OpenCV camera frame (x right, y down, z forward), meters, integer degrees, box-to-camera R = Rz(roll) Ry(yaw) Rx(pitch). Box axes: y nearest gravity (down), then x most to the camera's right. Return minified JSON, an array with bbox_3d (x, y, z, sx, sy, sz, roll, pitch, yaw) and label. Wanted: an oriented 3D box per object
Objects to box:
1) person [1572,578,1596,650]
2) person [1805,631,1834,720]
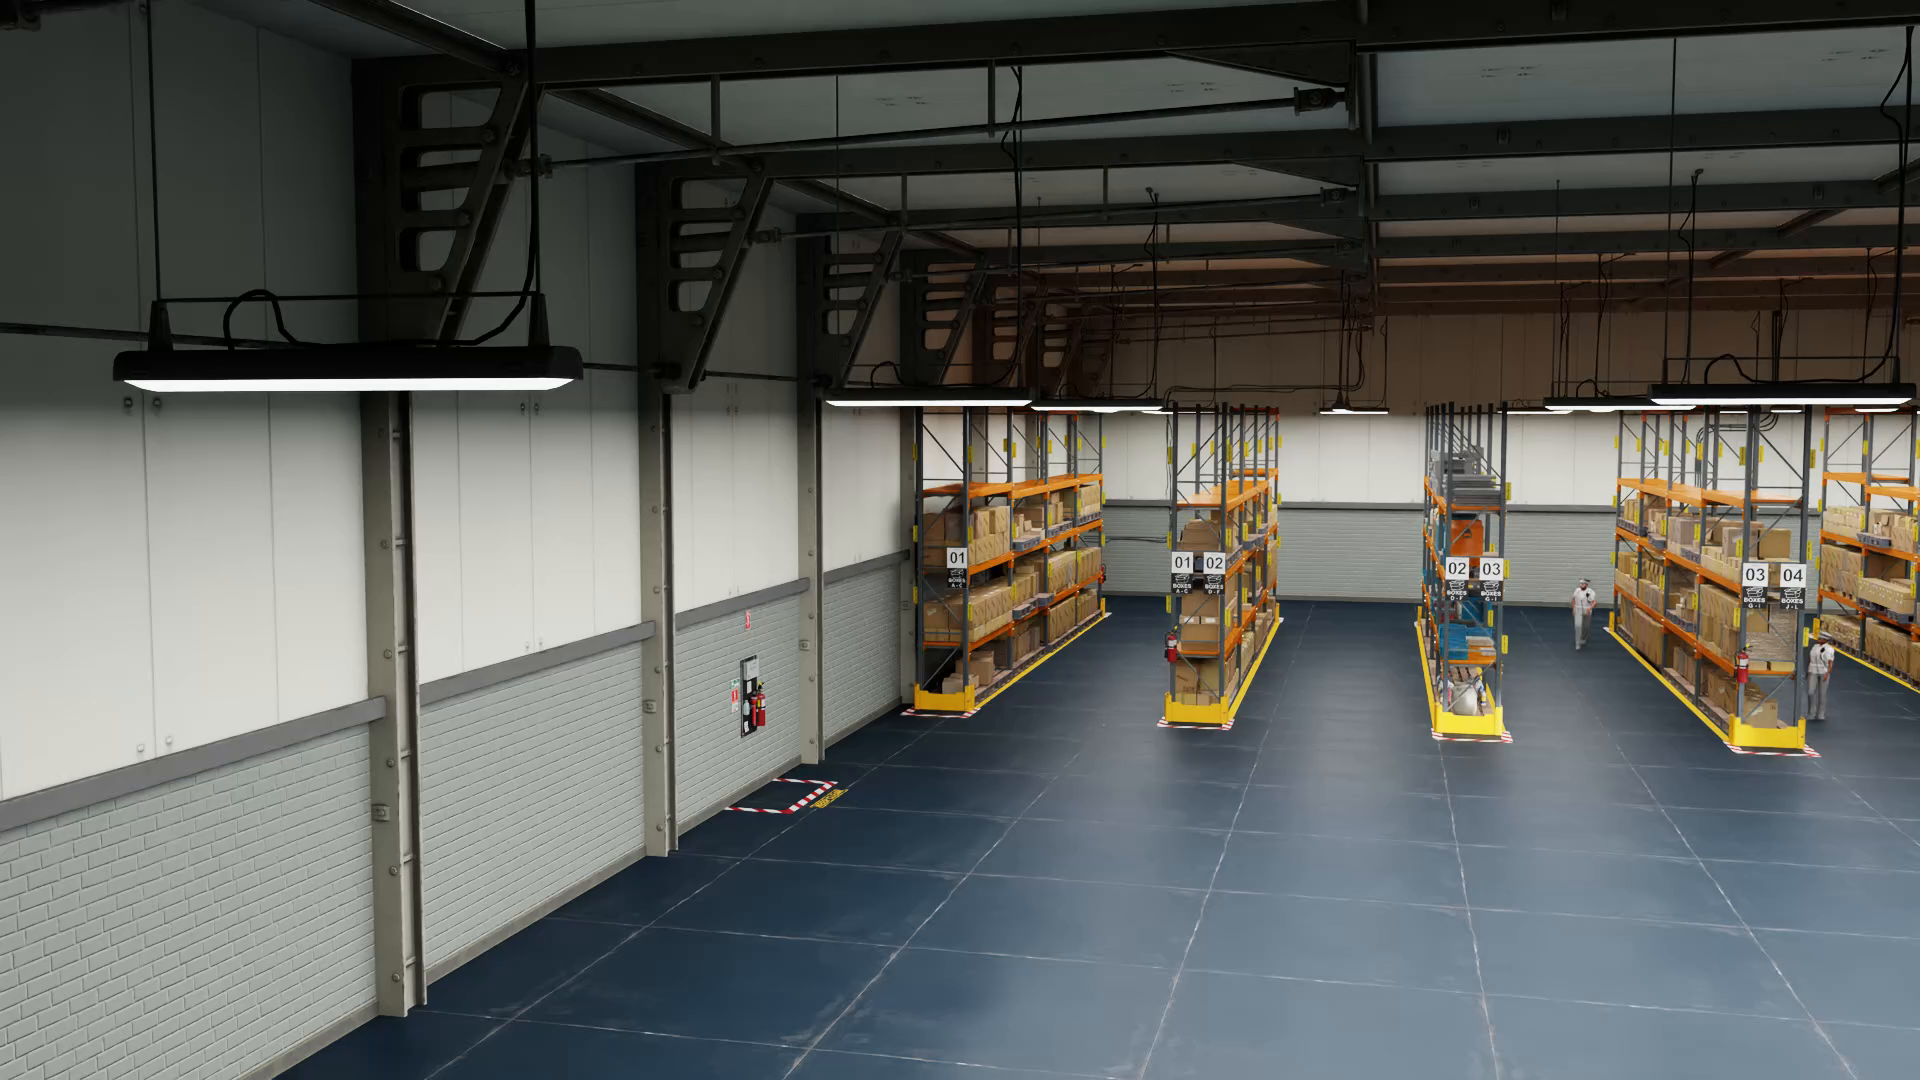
[{"bbox_3d":[15.530,1.826,41.379,0.542,1.787,0.936,1,4,18],"label":"person"},{"bbox_3d":[16.249,2.602,31.472,0.490,1.775,0.527,3,5,34],"label":"person"}]
